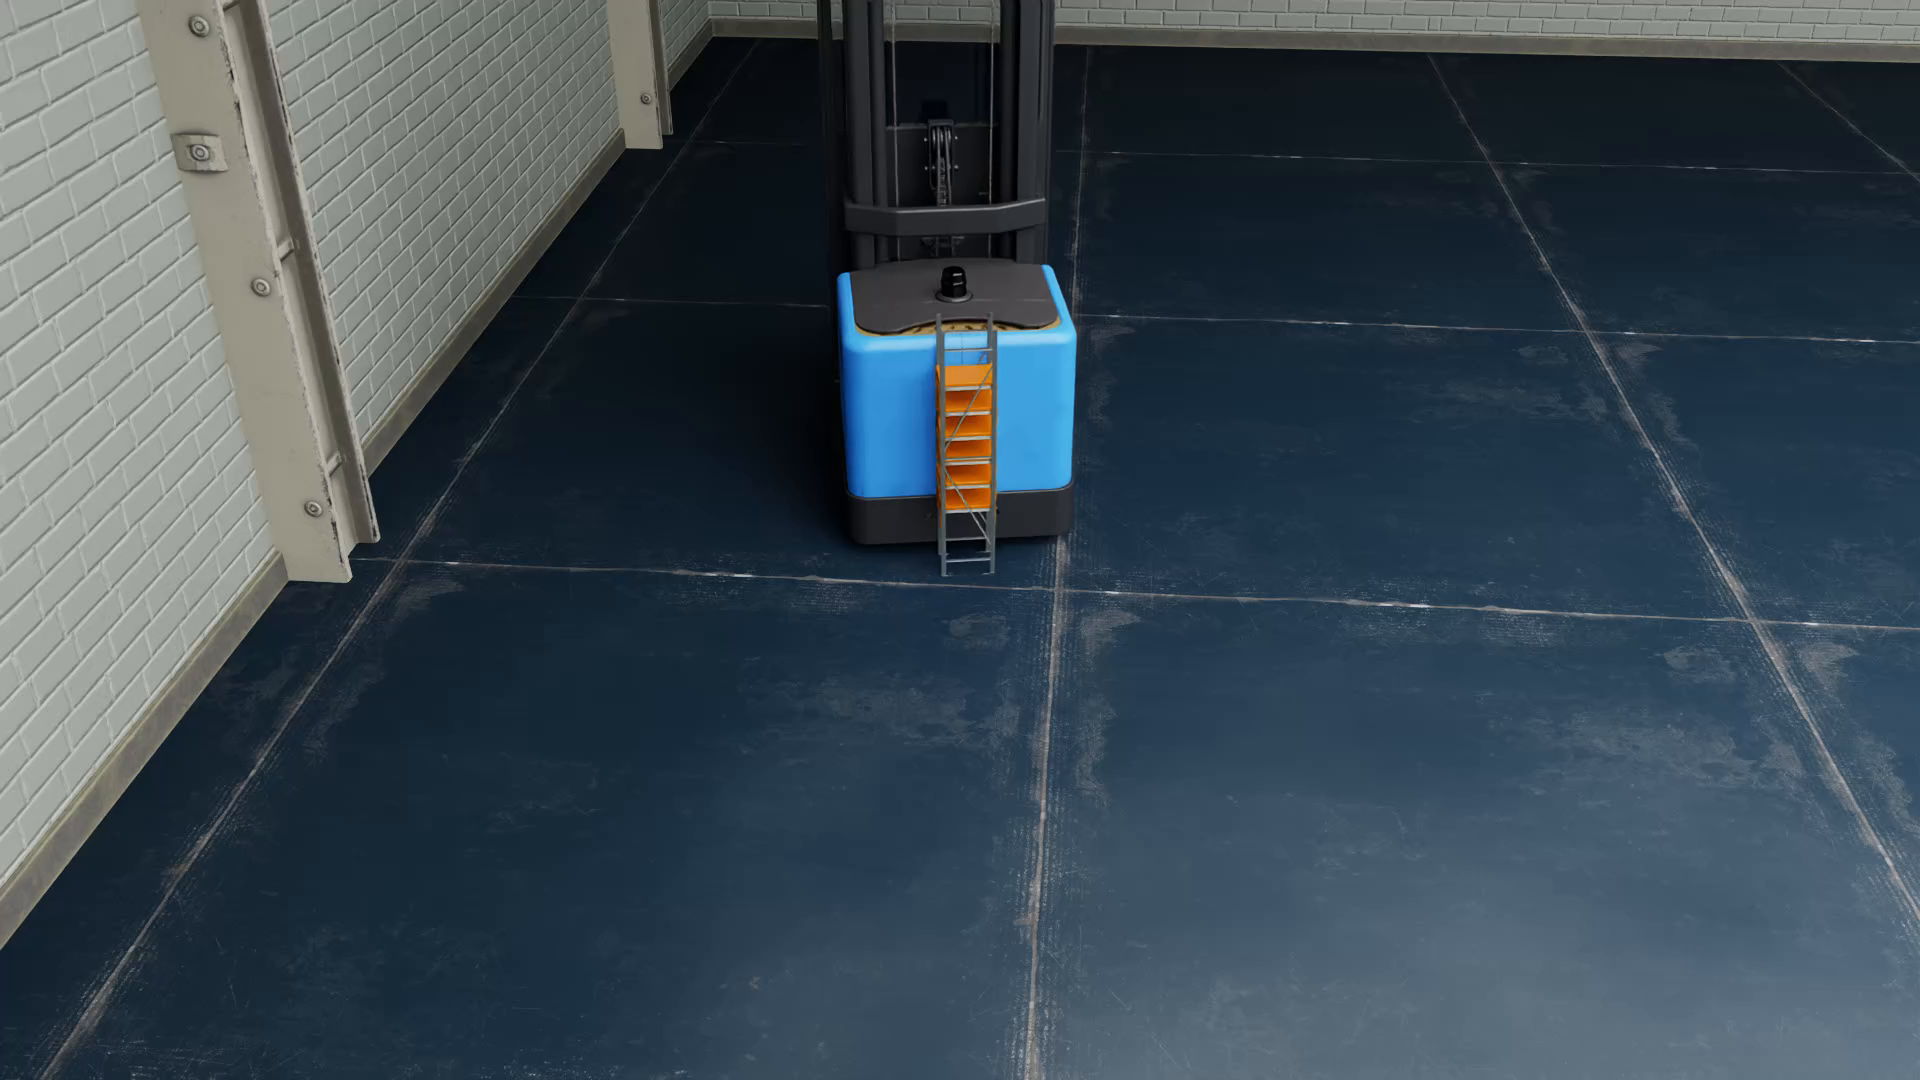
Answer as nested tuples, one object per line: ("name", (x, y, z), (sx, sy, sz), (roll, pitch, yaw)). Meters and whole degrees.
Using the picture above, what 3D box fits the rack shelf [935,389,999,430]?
("rack shelf", (0.028, -0.565, 7.151), (0.258, 0.103, 0.180), (-3, 32, -5))

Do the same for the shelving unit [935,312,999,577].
("shelving unit", (0.028, -0.399, 7.253), (0.258, 1.200, 0.189), (-3, 32, -5))

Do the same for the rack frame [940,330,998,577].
("rack frame", (0.037, -0.351, 7.176), (0.240, 1.200, 0.006), (-3, 32, -5))

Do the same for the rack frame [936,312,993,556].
("rack frame", (0.019, -0.447, 7.331), (0.240, 1.200, 0.006), (-3, 32, -5))

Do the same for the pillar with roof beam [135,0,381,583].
("pillar with roof beam", (1.414, -3.566, 4.959), (9.100, 9.000, 0.400), (2, 32, 4))

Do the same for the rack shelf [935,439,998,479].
("rack shelf", (0.028, -0.361, 7.277), (0.258, 0.103, 0.180), (-3, 32, -5))

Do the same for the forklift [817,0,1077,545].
("forklift", (-0.135, -1.977, 8.165), (1.130, 2.935, 3.031), (-3, 32, -5))

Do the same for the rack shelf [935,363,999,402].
("rack shelf", (0.028, -0.667, 7.088), (0.258, 0.103, 0.180), (-3, 32, -5))

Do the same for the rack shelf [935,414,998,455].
("rack shelf", (0.028, -0.463, 7.214), (0.258, 0.103, 0.180), (-3, 32, -5))

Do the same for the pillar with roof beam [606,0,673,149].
("pillar with roof beam", (1.903, -6.703, 10.050), (9.100, 9.000, 0.400), (2, 32, 4))

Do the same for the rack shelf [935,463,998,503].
("rack shelf", (0.028, -0.259, 7.340), (0.258, 0.103, 0.180), (-3, 32, -5))

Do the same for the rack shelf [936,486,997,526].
("rack shelf", (0.028, -0.157, 7.403), (0.258, 0.103, 0.180), (-3, 32, -5))
